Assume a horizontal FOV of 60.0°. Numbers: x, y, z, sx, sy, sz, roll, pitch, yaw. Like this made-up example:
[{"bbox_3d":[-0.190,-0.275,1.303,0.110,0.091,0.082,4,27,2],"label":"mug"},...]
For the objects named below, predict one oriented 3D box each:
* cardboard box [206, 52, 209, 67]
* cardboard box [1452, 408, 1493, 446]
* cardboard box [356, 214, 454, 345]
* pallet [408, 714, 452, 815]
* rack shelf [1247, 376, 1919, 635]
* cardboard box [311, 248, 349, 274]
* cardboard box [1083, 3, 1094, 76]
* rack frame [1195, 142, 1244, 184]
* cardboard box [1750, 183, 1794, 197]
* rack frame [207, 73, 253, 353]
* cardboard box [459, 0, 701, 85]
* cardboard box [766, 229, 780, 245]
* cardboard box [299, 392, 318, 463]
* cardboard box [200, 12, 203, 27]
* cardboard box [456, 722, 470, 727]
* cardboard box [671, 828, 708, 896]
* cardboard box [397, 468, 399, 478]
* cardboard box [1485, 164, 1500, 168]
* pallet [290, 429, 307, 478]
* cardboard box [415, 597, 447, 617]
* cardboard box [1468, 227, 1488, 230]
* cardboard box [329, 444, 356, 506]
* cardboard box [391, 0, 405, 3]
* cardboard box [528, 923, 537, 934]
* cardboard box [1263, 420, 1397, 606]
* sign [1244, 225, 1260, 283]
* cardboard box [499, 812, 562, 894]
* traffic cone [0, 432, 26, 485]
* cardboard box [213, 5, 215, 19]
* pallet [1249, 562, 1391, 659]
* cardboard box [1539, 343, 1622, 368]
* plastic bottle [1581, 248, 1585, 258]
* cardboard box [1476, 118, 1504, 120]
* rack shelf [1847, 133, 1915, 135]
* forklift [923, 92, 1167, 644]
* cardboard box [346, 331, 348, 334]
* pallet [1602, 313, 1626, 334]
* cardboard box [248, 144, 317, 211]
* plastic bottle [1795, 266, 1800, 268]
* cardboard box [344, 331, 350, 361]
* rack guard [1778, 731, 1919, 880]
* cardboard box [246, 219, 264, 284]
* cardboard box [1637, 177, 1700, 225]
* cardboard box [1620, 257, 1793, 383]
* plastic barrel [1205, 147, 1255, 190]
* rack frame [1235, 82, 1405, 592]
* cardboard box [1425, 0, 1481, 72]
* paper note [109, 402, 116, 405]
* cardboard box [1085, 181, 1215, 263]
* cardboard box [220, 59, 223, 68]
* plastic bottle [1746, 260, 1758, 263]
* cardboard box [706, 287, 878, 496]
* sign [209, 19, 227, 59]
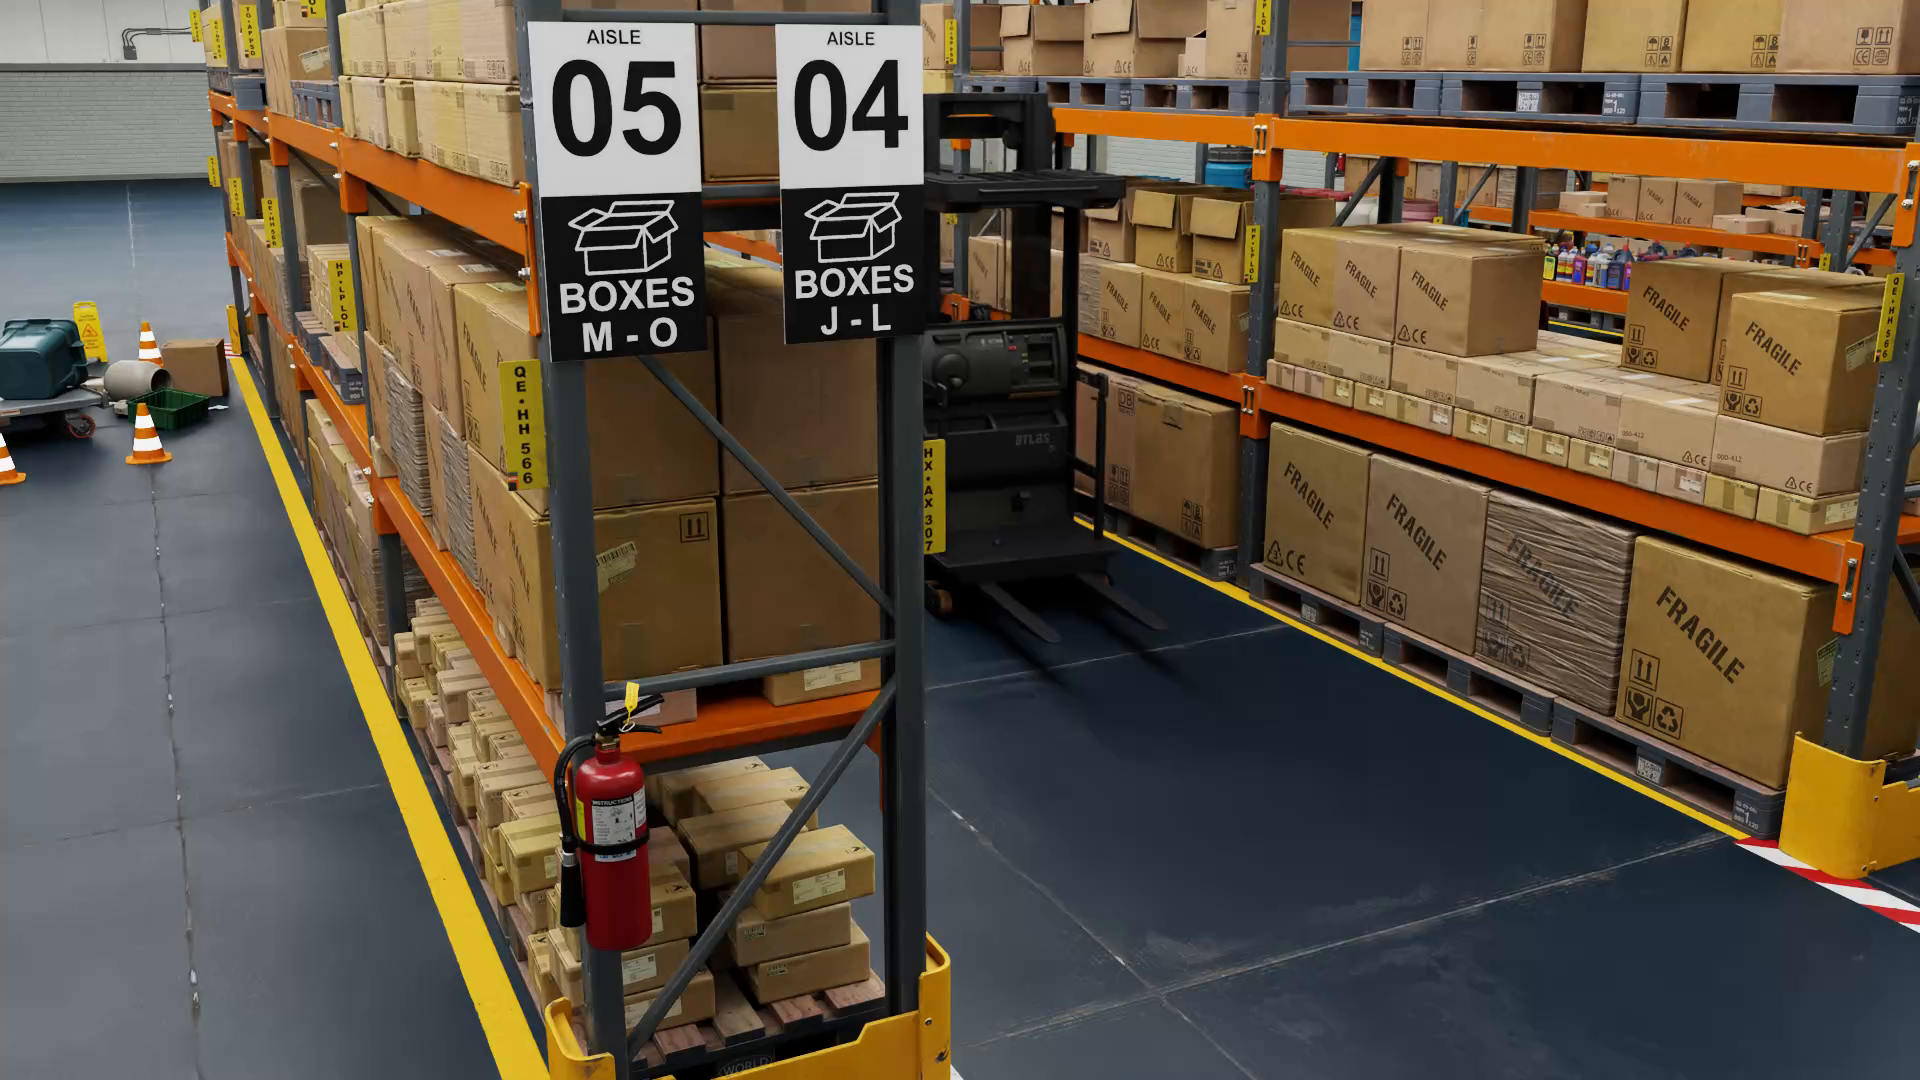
[{"bbox_3d":[-7.610,-4.988,17.271,0.380,0.149,0.250,-7,18,-24],"label":"cardboard box"},{"bbox_3d":[2.691,-0.582,8.298,0.380,0.149,0.250,-8,18,-26],"label":"cardboard box"},{"bbox_3d":[-2.348,-1.159,7.319,0.500,0.500,0.500,-7,18,-24],"label":"cardboard box"},{"bbox_3d":[-2.001,0.874,7.823,1.003,0.211,1.213,-8,18,-25],"label":"pallet"},{"bbox_3d":[3.052,-0.361,8.376,1.077,0.370,4.000,-8,18,-25],"label":"rack shelf"},{"bbox_3d":[-3.931,-1.783,10.643,0.380,0.149,0.250,-8,18,-26],"label":"cardboard box"},{"bbox_3d":[1.213,-3.541,11.770,0.500,0.500,0.500,-7,17,-22],"label":"cardboard box"},{"bbox_3d":[3.123,-3.785,19.003,1.000,3.000,0.127,-8,18,-25],"label":"rack frame"},{"bbox_3d":[11.549,-5.001,23.475,0.500,0.250,0.500,-8,18,-25],"label":"cardboard box"},{"bbox_3d":[-7.584,-3.604,18.372,1.000,3.000,0.127,-8,18,-25],"label":"rack frame"},{"bbox_3d":[-1.005,-1.330,4.376,0.500,0.250,0.500,-8,18,-27],"label":"cardboard box"},{"bbox_3d":[-1.788,-3.147,17.234,0.380,0.149,0.250,-8,18,-25],"label":"cardboard box"},{"bbox_3d":[-4.265,-0.903,12.276,1.050,0.750,0.750,-8,18,-26],"label":"cardboard box"},{"bbox_3d":[-7.724,-5.437,17.389,0.380,0.149,0.250,-7,18,-24],"label":"cardboard box"},{"bbox_3d":[-1.910,0.772,6.992,0.380,0.149,0.250,-7,17,-22],"label":"cardboard box"},{"bbox_3d":[-0.830,1.103,5.837,0.380,0.149,0.250,-7,18,-24],"label":"cardboard box"},{"bbox_3d":[-2.317,-0.343,7.464,0.380,0.149,0.250,-7,17,-23],"label":"cardboard box"},{"bbox_3d":[7.043,-4.911,21.567,0.380,0.149,0.250,-8,18,-27],"label":"cardboard box"},{"bbox_3d":[-4.888,-0.787,13.610,1.003,0.211,1.213,-8,18,-25],"label":"pallet"},{"bbox_3d":[-2.362,0.364,7.872,0.380,0.149,0.250,-7,17,-23],"label":"cardboard box"},{"bbox_3d":[6.747,-3.961,22.480,0.500,0.500,0.500,-8,18,-25],"label":"cardboard box"},{"bbox_3d":[-3.338,-0.402,9.625,0.500,0.250,0.500,-9,18,-27],"label":"cardboard box"},{"bbox_3d":[-1.758,-1.934,5.757,0.380,0.149,0.250,-8,18,-27],"label":"cardboard box"},{"bbox_3d":[-1.355,1.239,5.902,0.380,0.149,0.250,-7,18,-24],"label":"cardboard box"},{"bbox_3d":[2.393,-0.210,9.636,0.875,0.875,0.875,-8,18,-25],"label":"cardboard box"},{"bbox_3d":[1.692,-1.654,9.619,0.100,0.325,0.005,-8,18,-25],"label":"sign"},{"bbox_3d":[-1.321,1.027,5.563,0.380,0.149,0.250,-8,18,-26],"label":"cardboard box"},{"bbox_3d":[-7.410,-0.680,12.783,0.336,0.463,0.334,-8,18,-25],"label":"traffic cone"},{"bbox_3d":[-6.608,-4.806,15.189,0.380,0.149,0.250,-7,18,-24],"label":"cardboard box"},{"bbox_3d":[2.439,0.335,9.700,1.003,0.211,1.213,-8,18,-25],"label":"pallet"},{"bbox_3d":[3.277,-0.816,8.388,0.500,0.250,0.500,-8,18,-26],"label":"cardboard box"},{"bbox_3d":[5.614,-2.537,15.014,0.097,0.201,0.097,0,16,0],"label":"plastic bottle"},{"bbox_3d":[7.155,-5.289,21.710,0.700,0.500,0.500,-8,18,-25],"label":"cardboard box"},{"bbox_3d":[7.504,-2.402,10.048,1.077,0.370,4.000,-8,18,-25],"label":"rack shelf"},{"bbox_3d":[0.273,-1.087,9.725,1.130,2.935,3.031,-6,17,-19],"label":"forklift"},{"bbox_3d":[-3.260,-1.254,9.338,0.380,0.149,0.250,-8,18,-25],"label":"cardboard box"},{"bbox_3d":[8.474,-2.562,19.795,1.003,0.211,1.213,-8,18,-25],"label":"pallet"},{"bbox_3d":[-5.963,-3.299,15.080,0.875,0.550,0.550,-8,18,-25],"label":"cardboard box"},{"bbox_3d":[6.581,-2.023,13.097,0.097,0.271,0.097,0,16,0],"label":"plastic bottle"},{"bbox_3d":[-3.253,-1.107,9.365,0.380,0.149,0.250,-7,17,-22],"label":"cardboard box"},{"bbox_3d":[3.939,0.996,6.873,1.175,0.500,0.348,-8,18,-25],"label":"rack guard"},{"bbox_3d":[-5.843,-2.498,14.335,0.500,0.500,0.500,-7,18,-24],"label":"cardboard box"},{"bbox_3d":[8.350,-3.984,19.514,0.500,0.500,0.500,-8,18,-25],"label":"cardboard box"},{"bbox_3d":[3.509,-1.046,7.831,0.500,0.500,0.500,-8,18,-26],"label":"cardboard box"},{"bbox_3d":[3.020,-3.894,18.473,0.600,0.901,0.708,-8,18,-25],"label":"plastic barrel"},{"bbox_3d":[2.176,-1.203,10.005,1.000,3.000,0.127,-8,18,-25],"label":"rack frame"},{"bbox_3d":[2.804,-2.622,8.388,0.700,0.500,0.500,-7,17,-22],"label":"cardboard box"},{"bbox_3d":[-8.072,-1.297,15.730,0.172,0.023,0.155,-2,16,-6],"label":"paper note"},{"bbox_3d":[1.312,-2.215,11.530,0.797,0.503,0.637,-7,17,-23],"label":"cardboard box"},{"bbox_3d":[-6.504,-4.361,15.086,0.380,0.149,0.250,-7,18,-24],"label":"cardboard box"},{"bbox_3d":[6.362,-2.132,13.468,0.152,0.276,0.135,-8,18,-25],"label":"plastic bottle"},{"bbox_3d":[-0.533,-0.452,4.855,0.500,0.500,0.500,-8,18,-25],"label":"cardboard box"},{"bbox_3d":[-6.330,-4.273,14.185,0.100,0.325,0.005,-8,18,-25],"label":"sign"}]
